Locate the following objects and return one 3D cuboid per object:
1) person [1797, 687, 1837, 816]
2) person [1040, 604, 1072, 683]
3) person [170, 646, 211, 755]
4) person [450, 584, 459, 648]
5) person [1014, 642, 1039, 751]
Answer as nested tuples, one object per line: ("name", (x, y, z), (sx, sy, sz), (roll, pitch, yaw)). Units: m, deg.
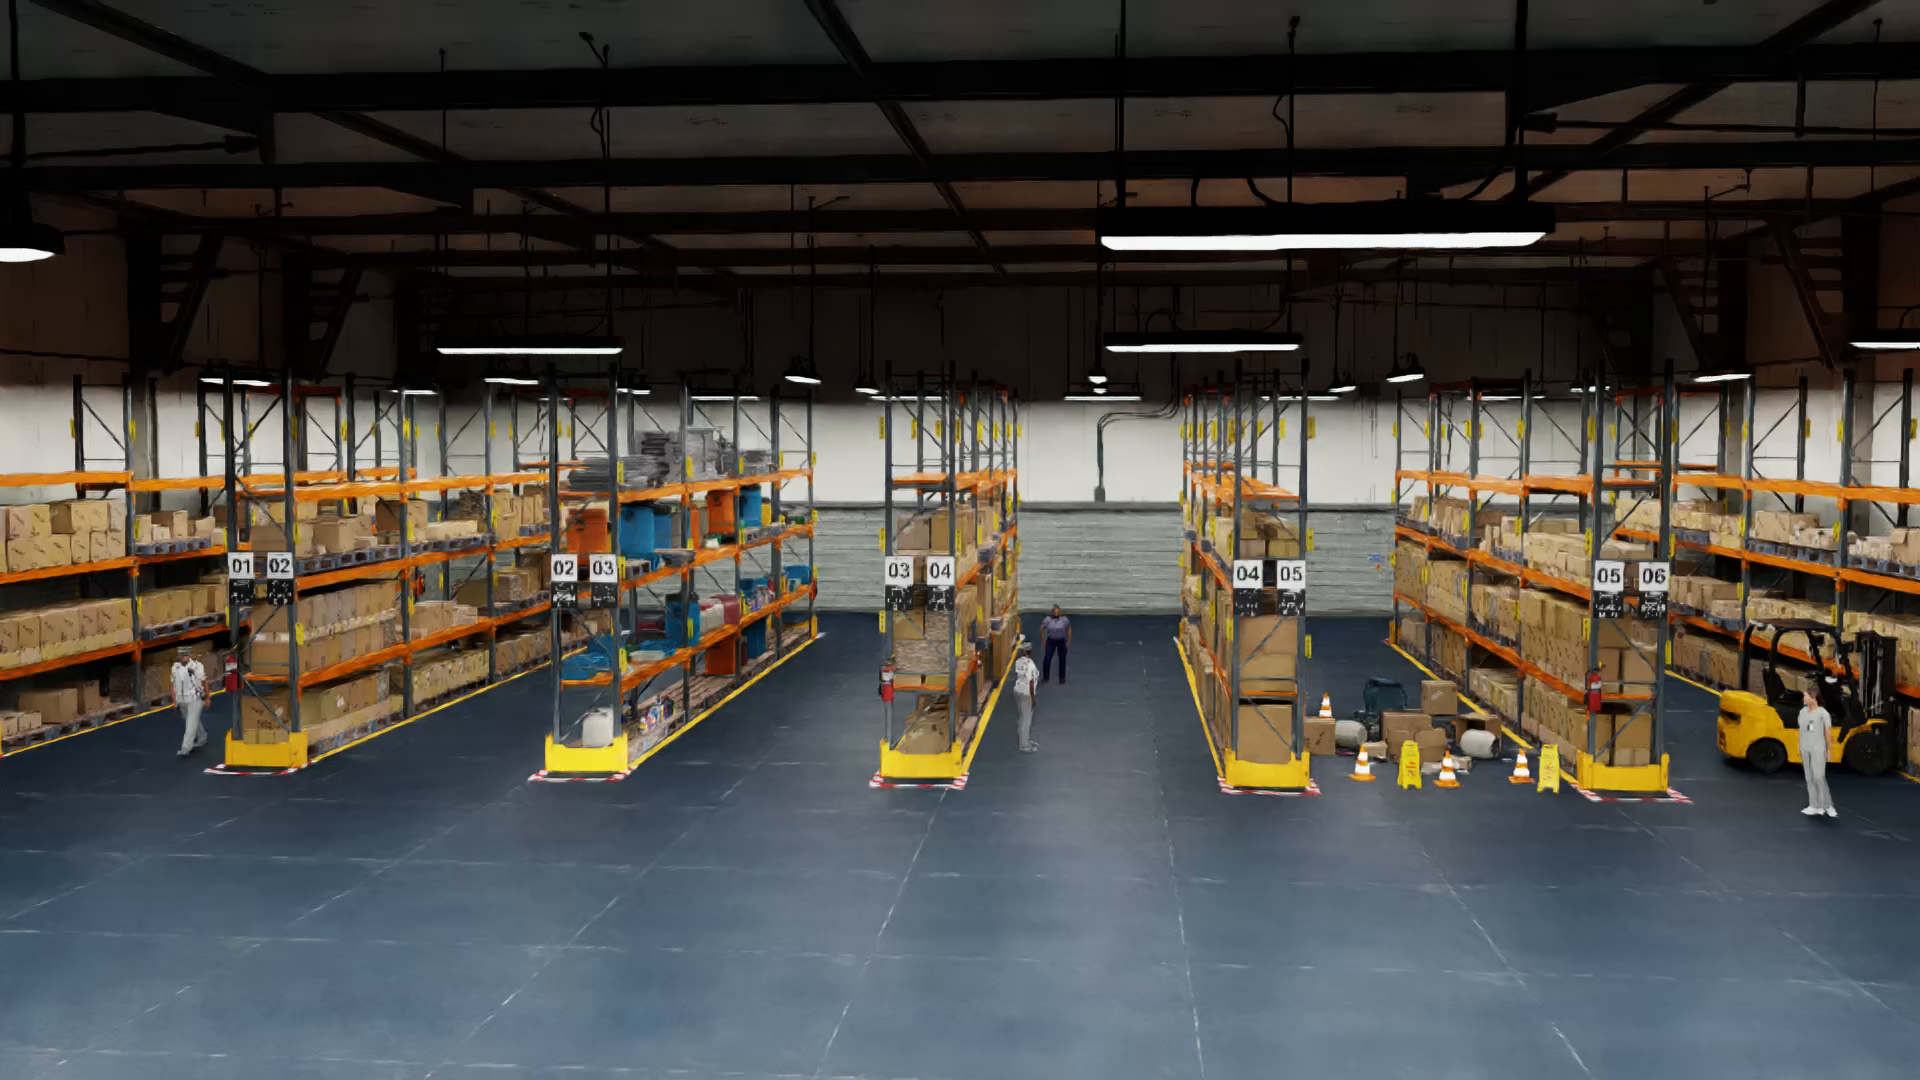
("person", (11.137, 2.738, 21.603), (0.386, 1.666, 0.563), (-2, 4, -26))
("person", (1.895, 2.049, 32.915), (0.625, 1.596, 0.517), (0, 4, 3))
("person", (-11.973, 2.453, 25.773), (0.542, 1.675, 1.125), (1, 4, 8))
("person", (-11.443, 1.743, 37.959), (0.566, 1.541, 0.519), (0, 4, 2))
("person", (1.065, 2.439, 26.092), (0.422, 1.677, 0.502), (-2, 4, -24))
